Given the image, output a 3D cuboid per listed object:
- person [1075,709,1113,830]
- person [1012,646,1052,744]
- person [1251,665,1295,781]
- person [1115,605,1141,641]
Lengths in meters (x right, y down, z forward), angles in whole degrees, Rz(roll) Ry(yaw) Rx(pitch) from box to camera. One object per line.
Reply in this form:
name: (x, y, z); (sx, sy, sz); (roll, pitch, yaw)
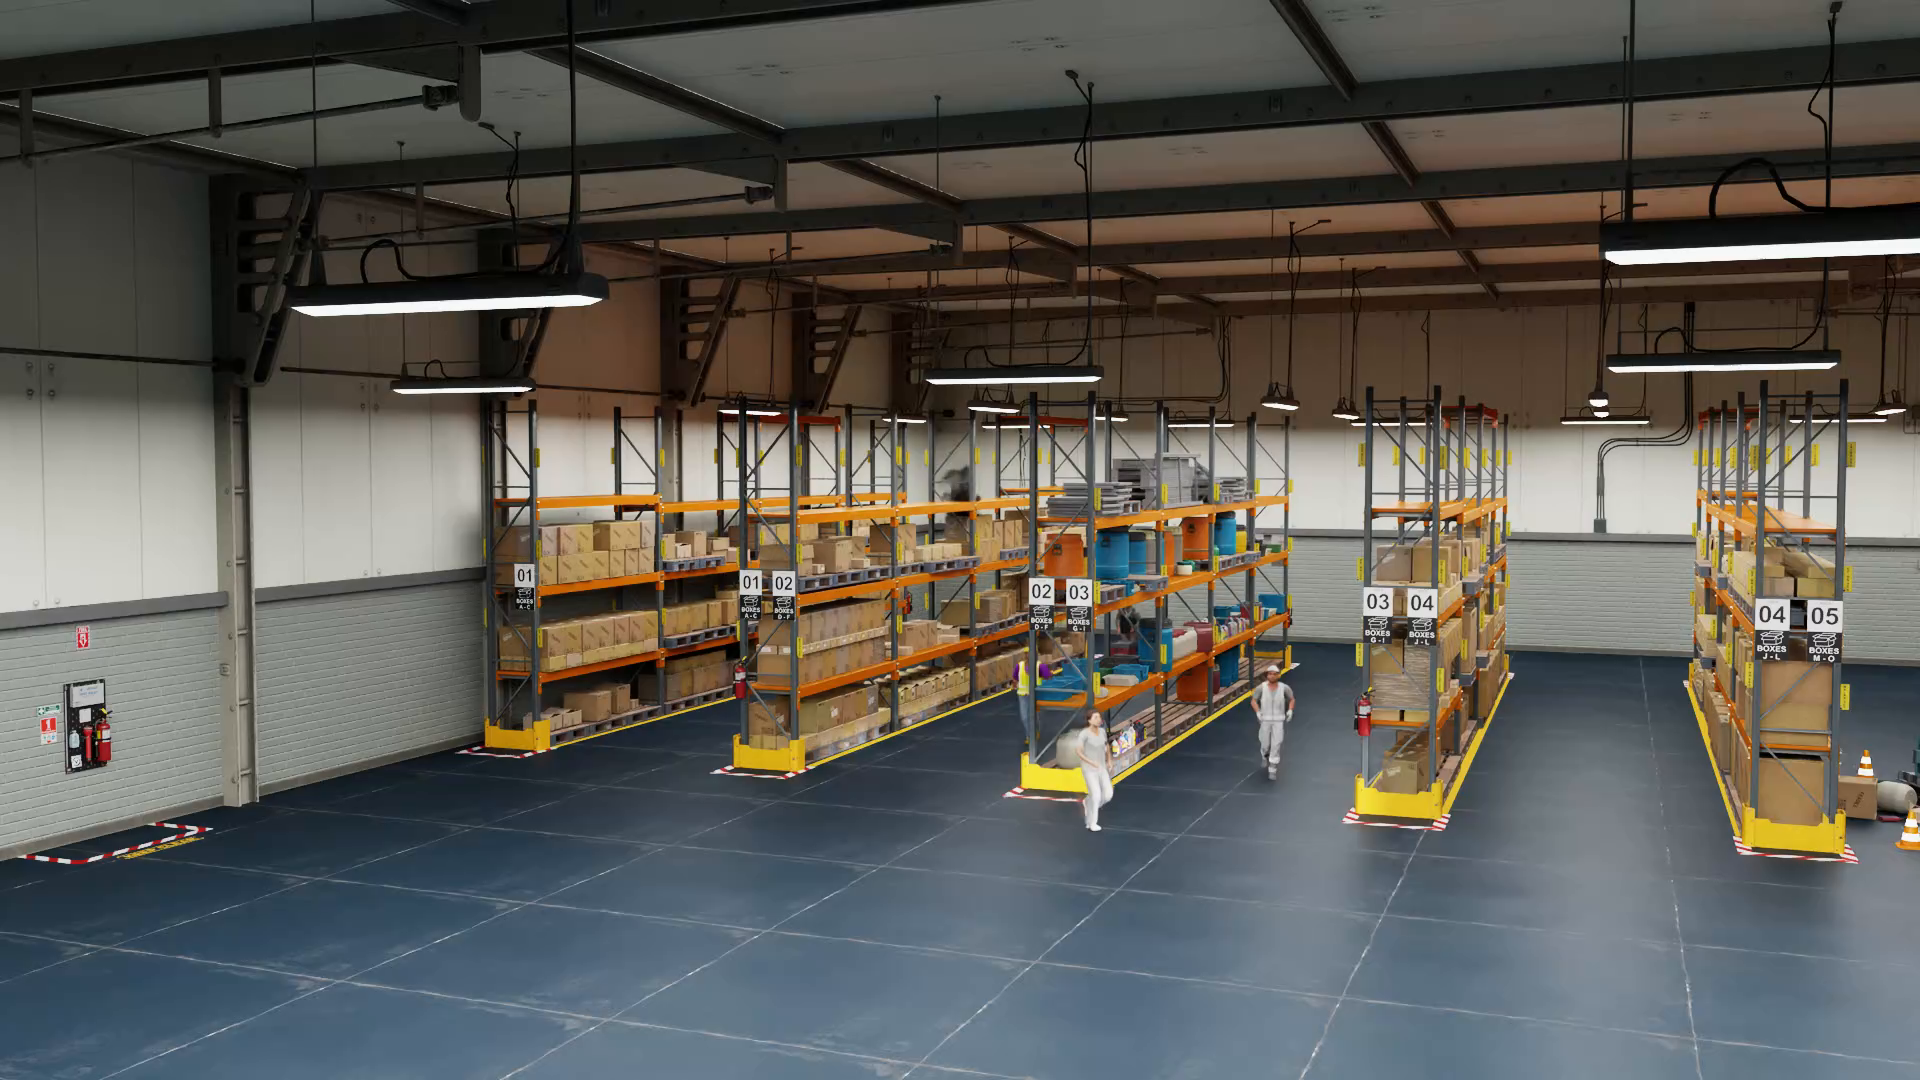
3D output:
person: (1.802, 3.081, 22.376); (0.605, 1.626, 0.594); (-2, 3, -34)
person: (1.199, 2.702, 28.928); (0.688, 1.721, 0.582); (1, 3, 20)
person: (4.911, 2.840, 26.076); (0.683, 1.771, 0.717); (0, 3, 10)
person: (4.023, 2.227, 39.811); (0.639, 1.666, 0.595); (1, 3, 11)
